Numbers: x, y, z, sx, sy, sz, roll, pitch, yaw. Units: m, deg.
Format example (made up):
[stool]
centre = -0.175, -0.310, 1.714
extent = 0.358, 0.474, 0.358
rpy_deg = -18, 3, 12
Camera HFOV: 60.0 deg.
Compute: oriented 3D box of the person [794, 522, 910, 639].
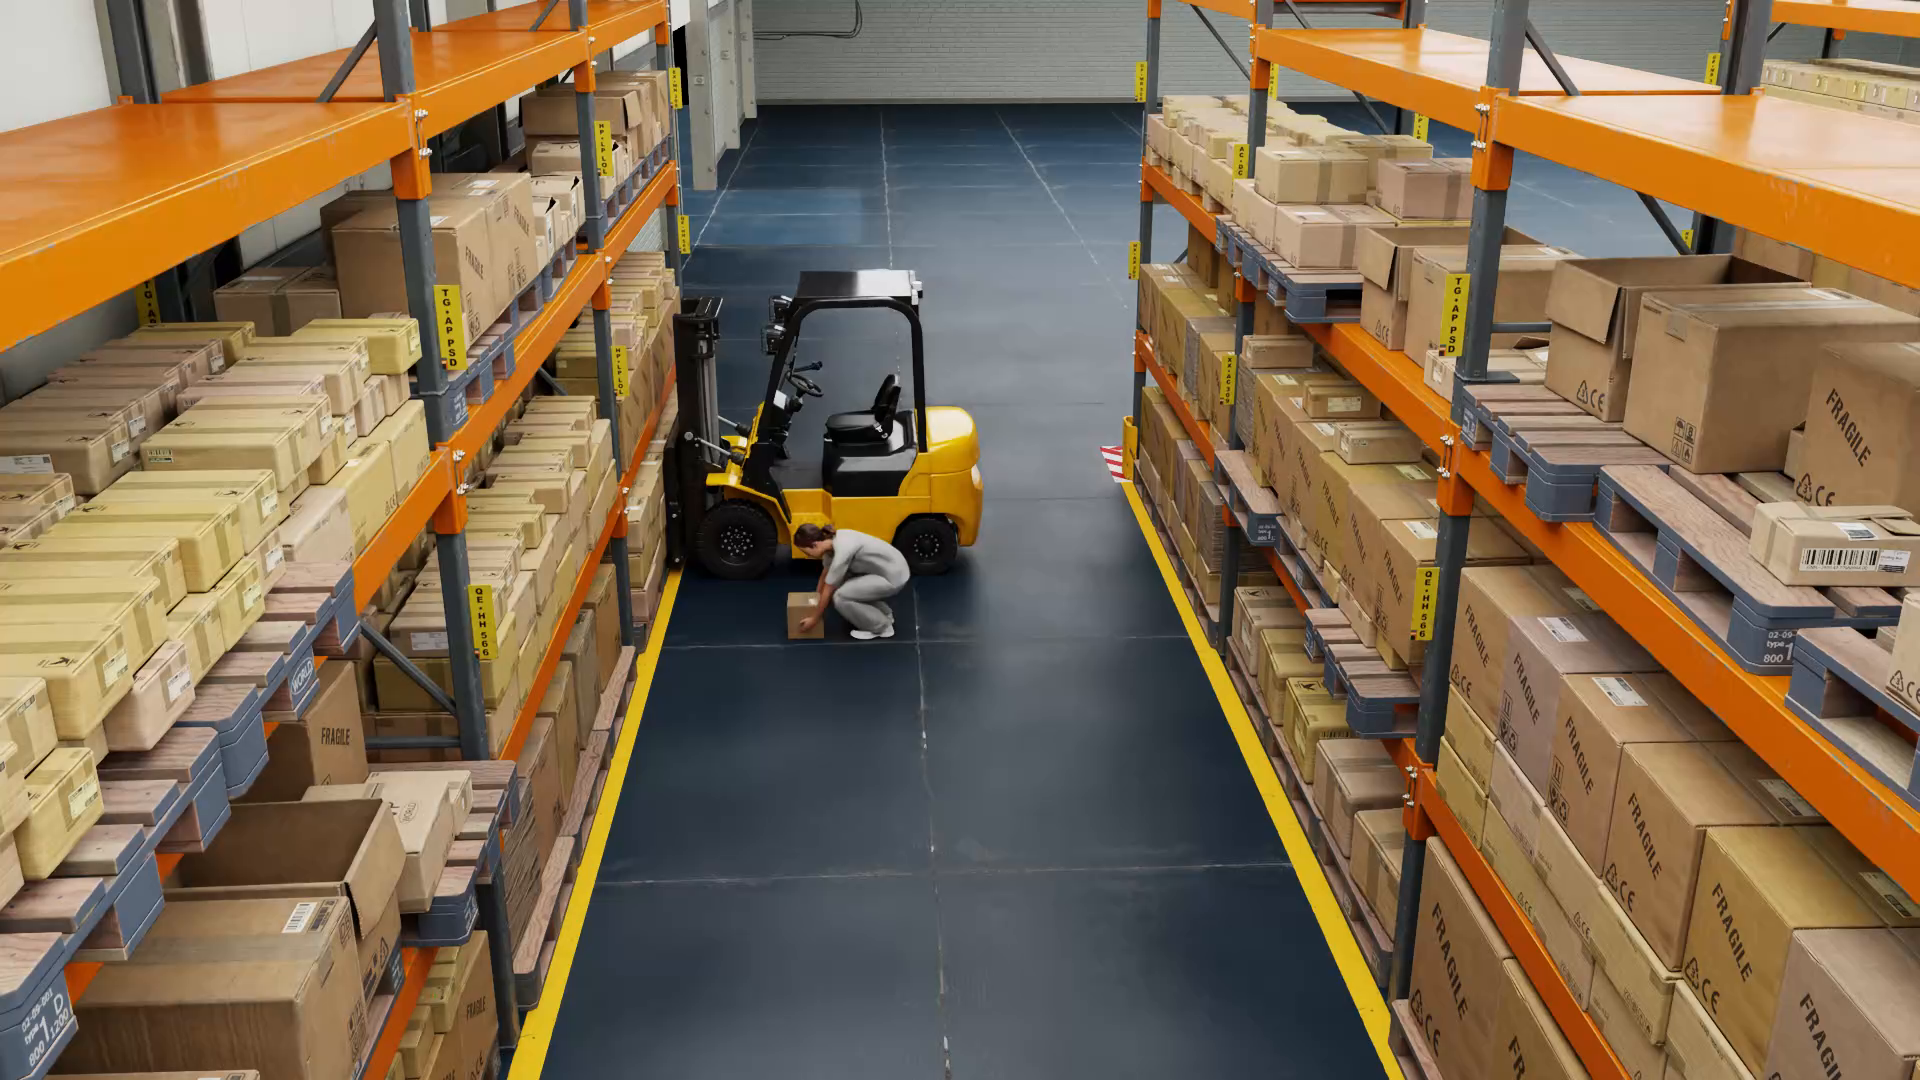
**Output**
[person]
centre = -0.748, 0.256, 11.602
extent = 0.801, 0.834, 0.481
rpy_deg = -1, 21, -3
